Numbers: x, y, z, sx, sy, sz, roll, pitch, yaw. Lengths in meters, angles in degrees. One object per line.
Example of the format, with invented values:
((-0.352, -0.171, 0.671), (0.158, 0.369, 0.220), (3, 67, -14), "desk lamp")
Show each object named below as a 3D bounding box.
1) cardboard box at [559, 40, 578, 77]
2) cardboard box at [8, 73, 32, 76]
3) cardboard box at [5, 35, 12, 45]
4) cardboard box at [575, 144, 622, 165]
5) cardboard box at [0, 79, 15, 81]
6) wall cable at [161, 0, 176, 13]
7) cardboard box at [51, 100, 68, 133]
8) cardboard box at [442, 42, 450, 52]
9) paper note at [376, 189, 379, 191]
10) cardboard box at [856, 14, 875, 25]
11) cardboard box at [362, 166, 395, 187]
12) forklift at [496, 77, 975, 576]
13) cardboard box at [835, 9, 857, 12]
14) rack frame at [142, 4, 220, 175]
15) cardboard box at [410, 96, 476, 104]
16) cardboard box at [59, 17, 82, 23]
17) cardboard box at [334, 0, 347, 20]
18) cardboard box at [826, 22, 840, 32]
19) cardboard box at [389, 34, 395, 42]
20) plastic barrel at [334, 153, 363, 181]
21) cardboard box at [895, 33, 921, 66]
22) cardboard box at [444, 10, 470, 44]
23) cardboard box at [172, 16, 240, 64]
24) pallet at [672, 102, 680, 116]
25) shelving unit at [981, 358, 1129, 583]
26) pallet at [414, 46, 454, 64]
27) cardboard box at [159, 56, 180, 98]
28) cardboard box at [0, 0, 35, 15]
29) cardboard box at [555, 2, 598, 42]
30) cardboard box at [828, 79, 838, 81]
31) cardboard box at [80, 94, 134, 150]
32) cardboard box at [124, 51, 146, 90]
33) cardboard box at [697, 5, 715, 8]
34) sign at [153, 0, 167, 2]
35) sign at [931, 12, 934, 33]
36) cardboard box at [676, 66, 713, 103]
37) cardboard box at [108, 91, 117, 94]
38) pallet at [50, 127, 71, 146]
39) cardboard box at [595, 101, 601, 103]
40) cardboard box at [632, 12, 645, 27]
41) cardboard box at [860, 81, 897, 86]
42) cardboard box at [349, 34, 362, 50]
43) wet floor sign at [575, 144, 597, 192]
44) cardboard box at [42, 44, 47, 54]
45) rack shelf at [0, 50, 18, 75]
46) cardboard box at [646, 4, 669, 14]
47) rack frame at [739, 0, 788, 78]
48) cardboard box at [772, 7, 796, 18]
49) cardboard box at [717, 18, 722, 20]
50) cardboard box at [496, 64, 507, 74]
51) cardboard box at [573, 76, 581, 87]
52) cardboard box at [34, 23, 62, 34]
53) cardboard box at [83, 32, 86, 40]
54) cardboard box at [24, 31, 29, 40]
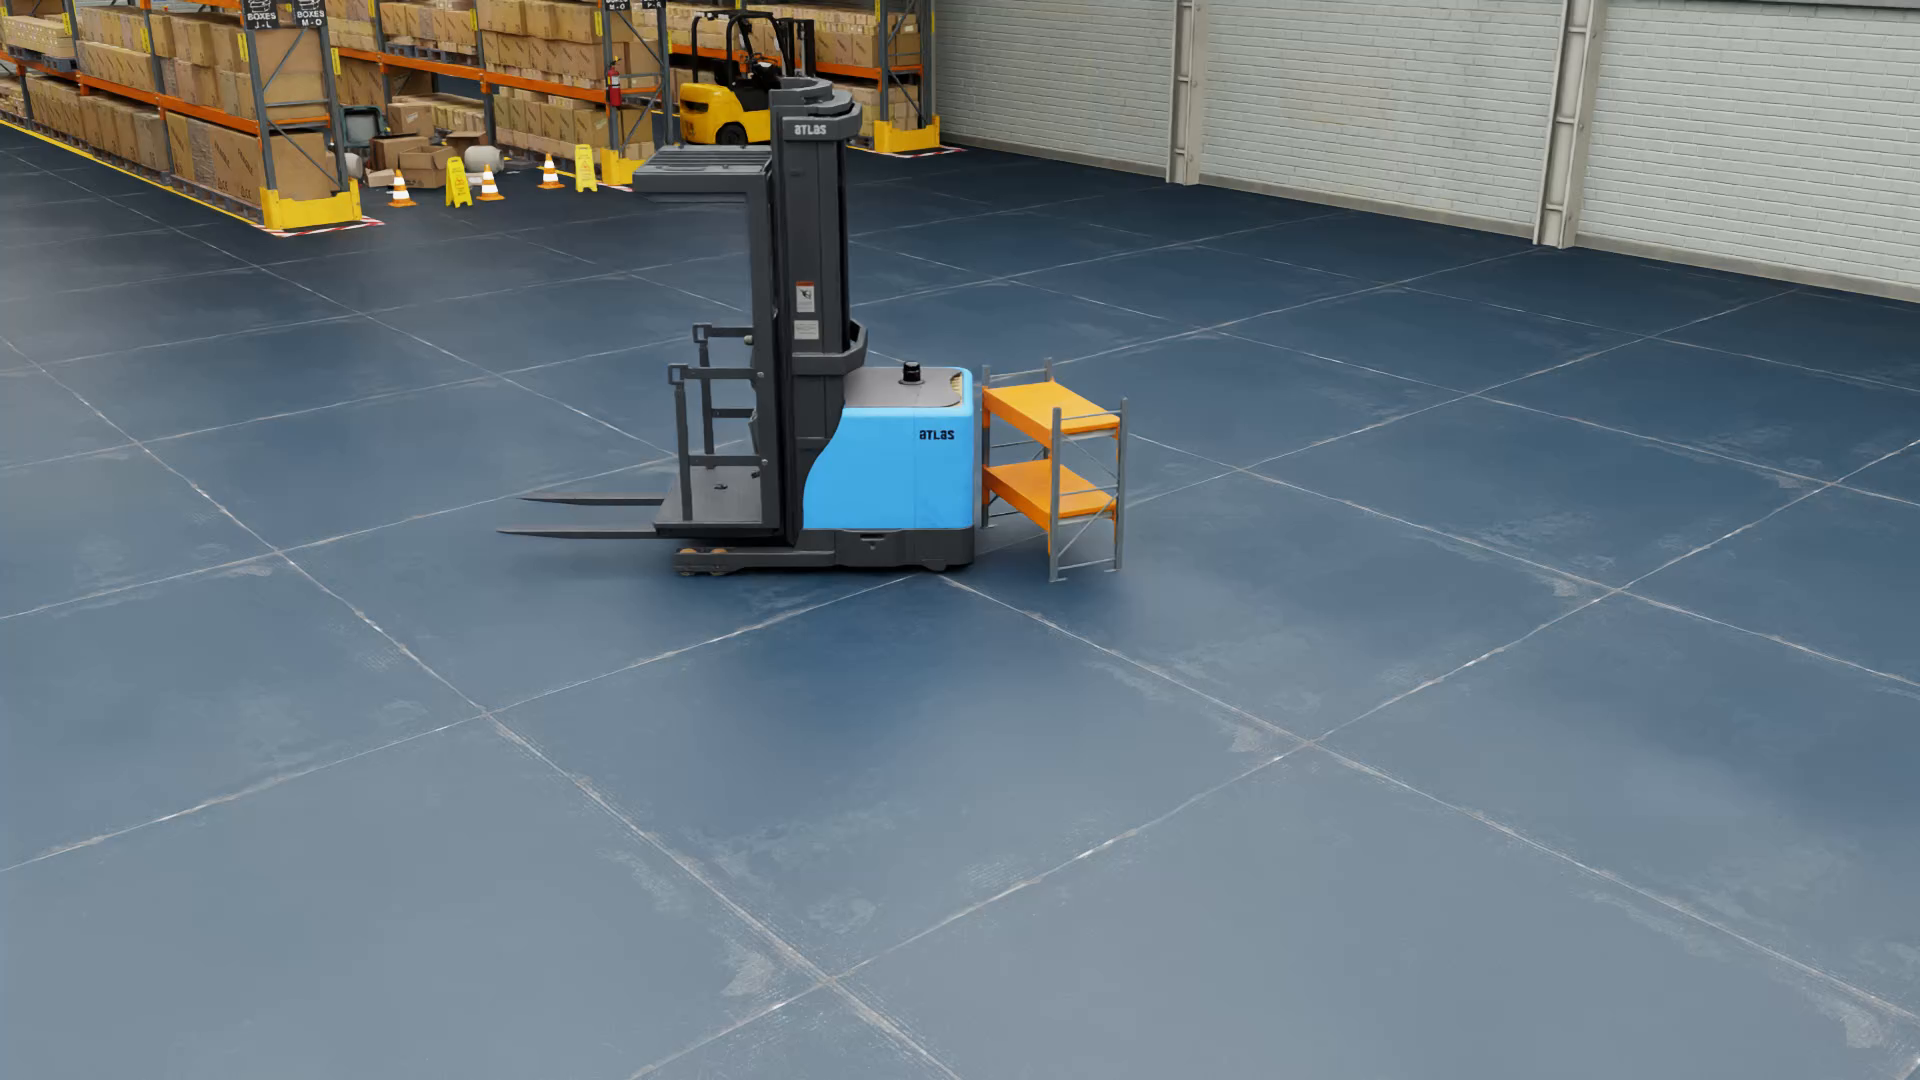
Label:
((-5.529, -7.100, 24.454), (0.500, 0.500, 0.500), (-17, 27, -37), "cardboard box")
((-18.233, -8.965, 32.277), (0.380, 0.149, 0.250), (-17, 27, -37), "cardboard box")
((-16.251, -8.661, 28.752), (0.380, 0.149, 0.250), (-19, 28, -40), "cardboard box")
((-5.390, -5.773, 24.804), (0.500, 0.250, 0.500), (-18, 27, -38), "cardboard box")
((-17.949, -8.550, 31.218), (0.380, 0.149, 0.250), (-16, 27, -35), "cardboard box")
((-18.785, -13.152, 39.014), (0.585, 1.953, 0.123), (-17, 27, -37), "wall cable")
((-14.870, -7.133, 27.935), (0.500, 0.500, 0.500), (-19, 28, -40), "cardboard box")
((-8.322, -8.161, 27.476), (0.380, 0.149, 0.250), (-17, 27, -37), "cardboard box")
((-8.301, -4.987, 23.704), (0.032, 0.001, 0.123), (-4, 22, -10), "paper note")
((-1.463, -8.471, 27.064), (0.380, 0.149, 0.250), (-17, 27, -37), "cardboard box")
((-8.421, -5.281, 24.103), (0.396, 0.266, 0.258), (-12, 25, -28), "cardboard box")
((-1.421, -1.334, 10.371), (3.031, 2.935, 1.130), (0, 21, 0), "forklift")
((-1.930, -8.939, 28.259), (0.380, 0.149, 0.250), (-17, 27, -37), "cardboard box")
((-10.938, -6.590, 23.697), (1.000, 3.000, 0.127), (-17, 27, -37), "rack frame")
((-9.016, -7.513, 29.081), (0.950, 0.372, 0.625), (-18, 28, -38), "cardboard box")
((-15.078, -8.805, 28.303), (0.380, 0.149, 0.250), (-19, 28, -39), "cardboard box")
((-11.061, -9.773, 30.315), (0.500, 0.500, 0.500), (-17, 27, -37), "cardboard box")
((-1.999, -8.535, 27.637), (0.380, 0.149, 0.250), (-19, 28, -39), "cardboard box")
((-9.794, -8.846, 29.225), (0.380, 0.149, 0.250), (-19, 29, -40), "cardboard box")
((-9.035, -5.442, 24.299), (0.512, 0.421, 0.421), (0, 21, -1), "plastic barrel")
((-0.998, -8.124, 27.475), (0.500, 0.500, 0.500), (-16, 27, -36), "cardboard box")
((-8.054, -8.387, 27.163), (0.500, 0.500, 0.500), (-17, 27, -37), "cardboard box")
((-10.028, -6.747, 22.410), (0.875, 0.550, 0.550), (-17, 27, -37), "cardboard box")
((-4.807, -8.212, 31.662), (1.003, 0.211, 1.213), (-17, 27, -37), "pallet")
((0.582, -0.469, 10.639), (0.538, 1.125, 1.048), (-9, 23, -22), "shelving unit")
((-8.542, -8.275, 28.262), (1.003, 0.211, 1.213), (-17, 27, -37), "pallet")
((-10.688, -6.561, 23.417), (0.875, 0.550, 0.550), (-17, 27, -37), "cardboard box")
((-16.672, -9.517, 29.253), (0.500, 0.500, 0.500), (-19, 28, -39), "cardboard box")
((-5.466, -7.573, 24.290), (0.700, 0.500, 0.500), (-17, 27, -37), "cardboard box")
((-2.422, -7.726, 28.421), (0.500, 0.250, 0.500), (-18, 28, -38), "cardboard box")
((-13.220, -6.654, 26.368), (1.050, 0.750, 0.750), (-18, 28, -38), "cardboard box")
((-11.811, -6.857, 24.241), (0.500, 0.500, 0.500), (-18, 28, -38), "cardboard box")
((-4.725, -9.972, 31.304), (0.380, 0.149, 0.250), (-16, 27, -36), "cardboard box")
((-18.862, -12.796, 39.170), (0.327, 0.218, 0.001), (-17, 27, -37), "sign")
((-0.461, -8.445, 27.136), (0.100, 0.325, 0.005), (-17, 27, -37), "sign")
((-4.838, -8.634, 31.595), (0.875, 0.625, 0.625), (-19, 28, -40), "cardboard box")
((-13.816, -7.324, 27.395), (0.500, 0.250, 0.500), (-19, 28, -40), "cardboard box")
((-14.850, -6.950, 28.439), (1.003, 0.211, 1.213), (-17, 27, -37), "pallet")
((-5.642, -6.535, 25.722), (0.500, 0.500, 0.500), (-17, 27, -36), "cardboard box")
((-6.021, -10.061, 32.078), (0.500, 0.250, 0.500), (-17, 27, -37), "cardboard box")
((-1.384, -7.570, 28.022), (0.500, 0.250, 0.500), (-17, 27, -37), "cardboard box")
((-10.737, -9.047, 30.176), (0.500, 0.250, 0.500), (-17, 27, -37), "cardboard box")
((-5.330, -5.288, 23.600), (0.267, 0.644, 0.232), (-8, 23, -19), "wet floor sign")
((-14.708, -8.011, 27.092), (0.380, 0.149, 0.250), (-18, 28, -38), "cardboard box")
((-17.466, -9.018, 30.882), (1.077, 0.370, 4.000), (-17, 27, -37), "rack shelf")
((-5.760, -10.136, 31.724), (0.380, 0.149, 0.250), (-17, 27, -36), "cardboard box")
((-3.496, -8.979, 29.796), (1.000, 3.000, 0.127), (-17, 27, -37), "rack frame")
((-3.010, -9.093, 28.652), (0.380, 0.149, 0.250), (-17, 27, -36), "cardboard box")
((-4.189, -9.516, 30.142), (0.380, 0.149, 0.250), (-17, 27, -37), "cardboard box")
((-7.087, -7.459, 26.259), (0.380, 0.149, 0.250), (-16, 27, -36), "cardboard box")
((-5.450, -6.746, 24.440), (0.380, 0.149, 0.250), (-18, 28, -38), "cardboard box")
((-14.879, -8.360, 27.169), (0.380, 0.149, 0.250), (-17, 27, -37), "cardboard box")
((-14.233, -8.311, 27.451), (0.380, 0.149, 0.250), (-17, 27, -37), "cardboard box")
((-15.391, -8.438, 27.775), (0.380, 0.149, 0.250), (-18, 28, -38), "cardboard box")
